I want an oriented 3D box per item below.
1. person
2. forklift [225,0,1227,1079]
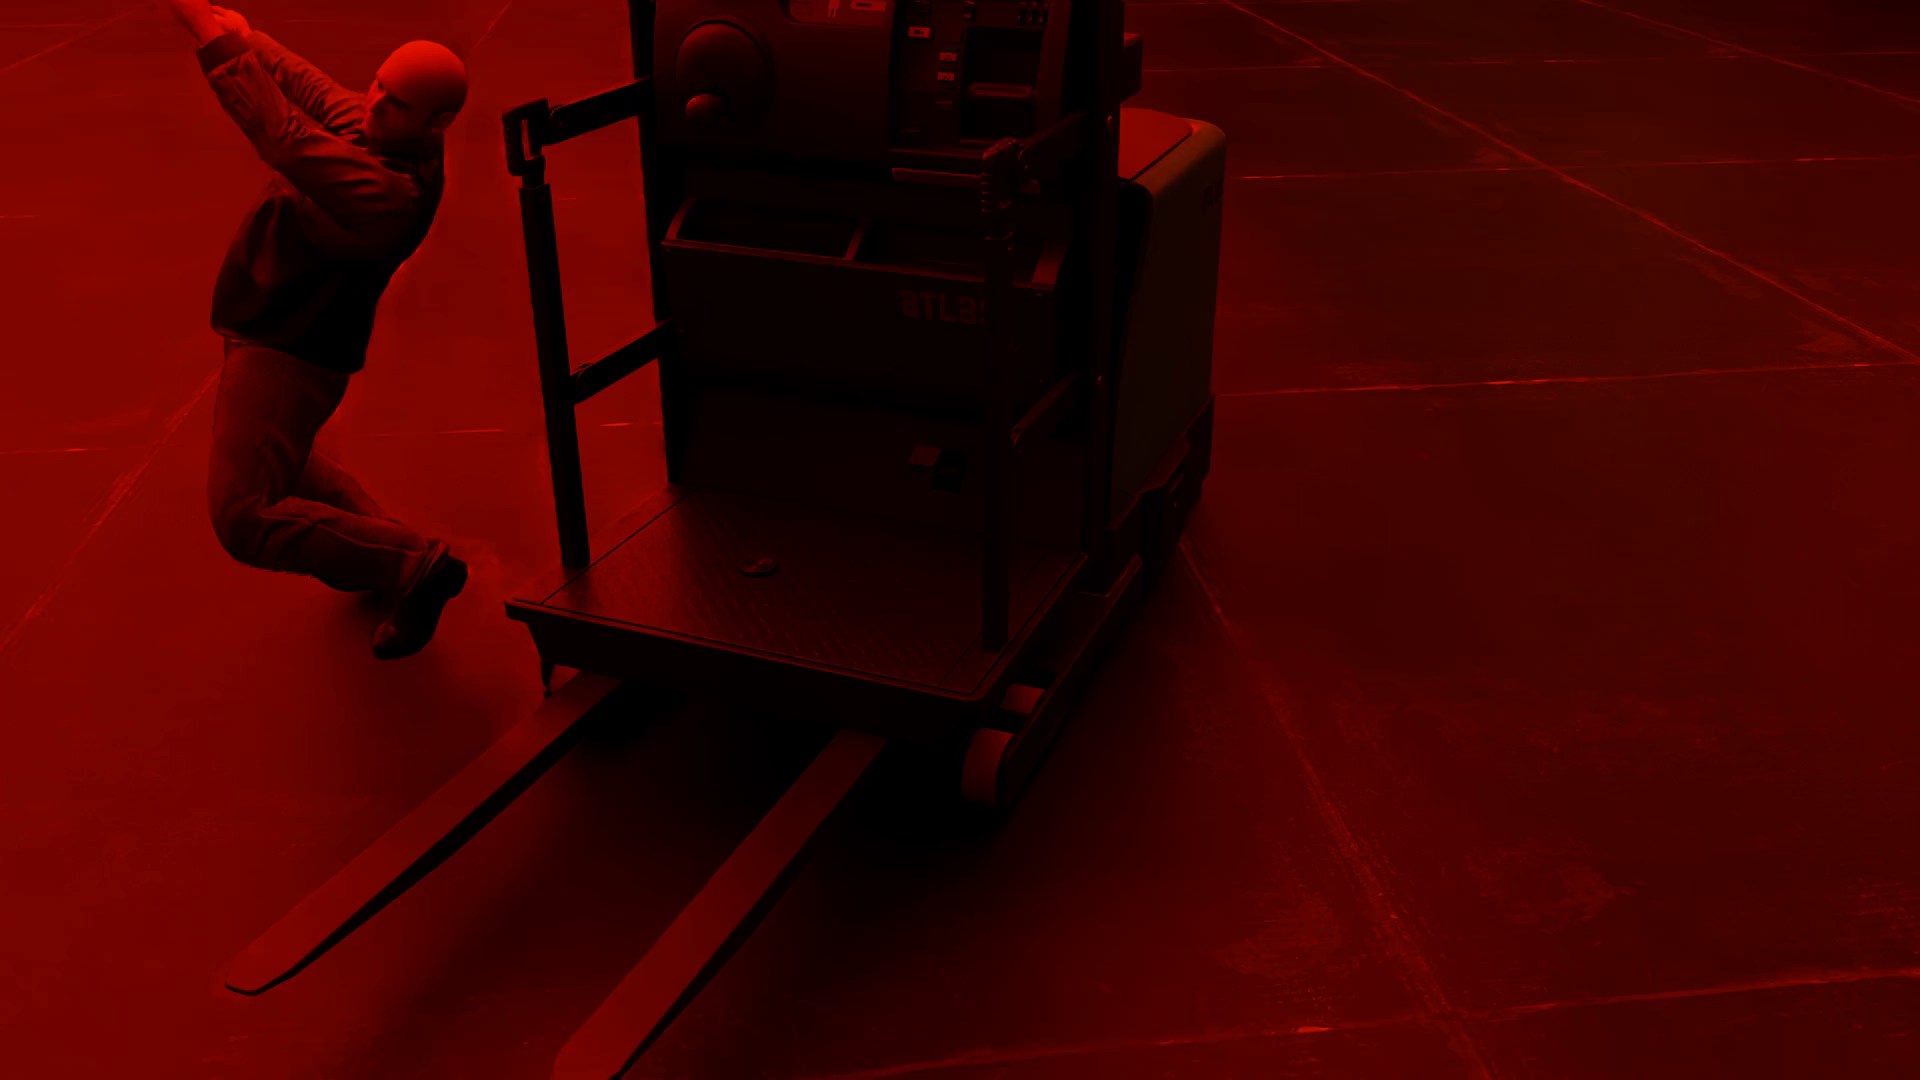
[{"bbox_3d":[-1.473,-0.598,3.960,0.672,1.590,1.000,-8,27,-17],"label":"person"},{"bbox_3d":[-0.290,-0.971,3.244,1.130,2.935,3.031,10,27,20],"label":"forklift"}]
